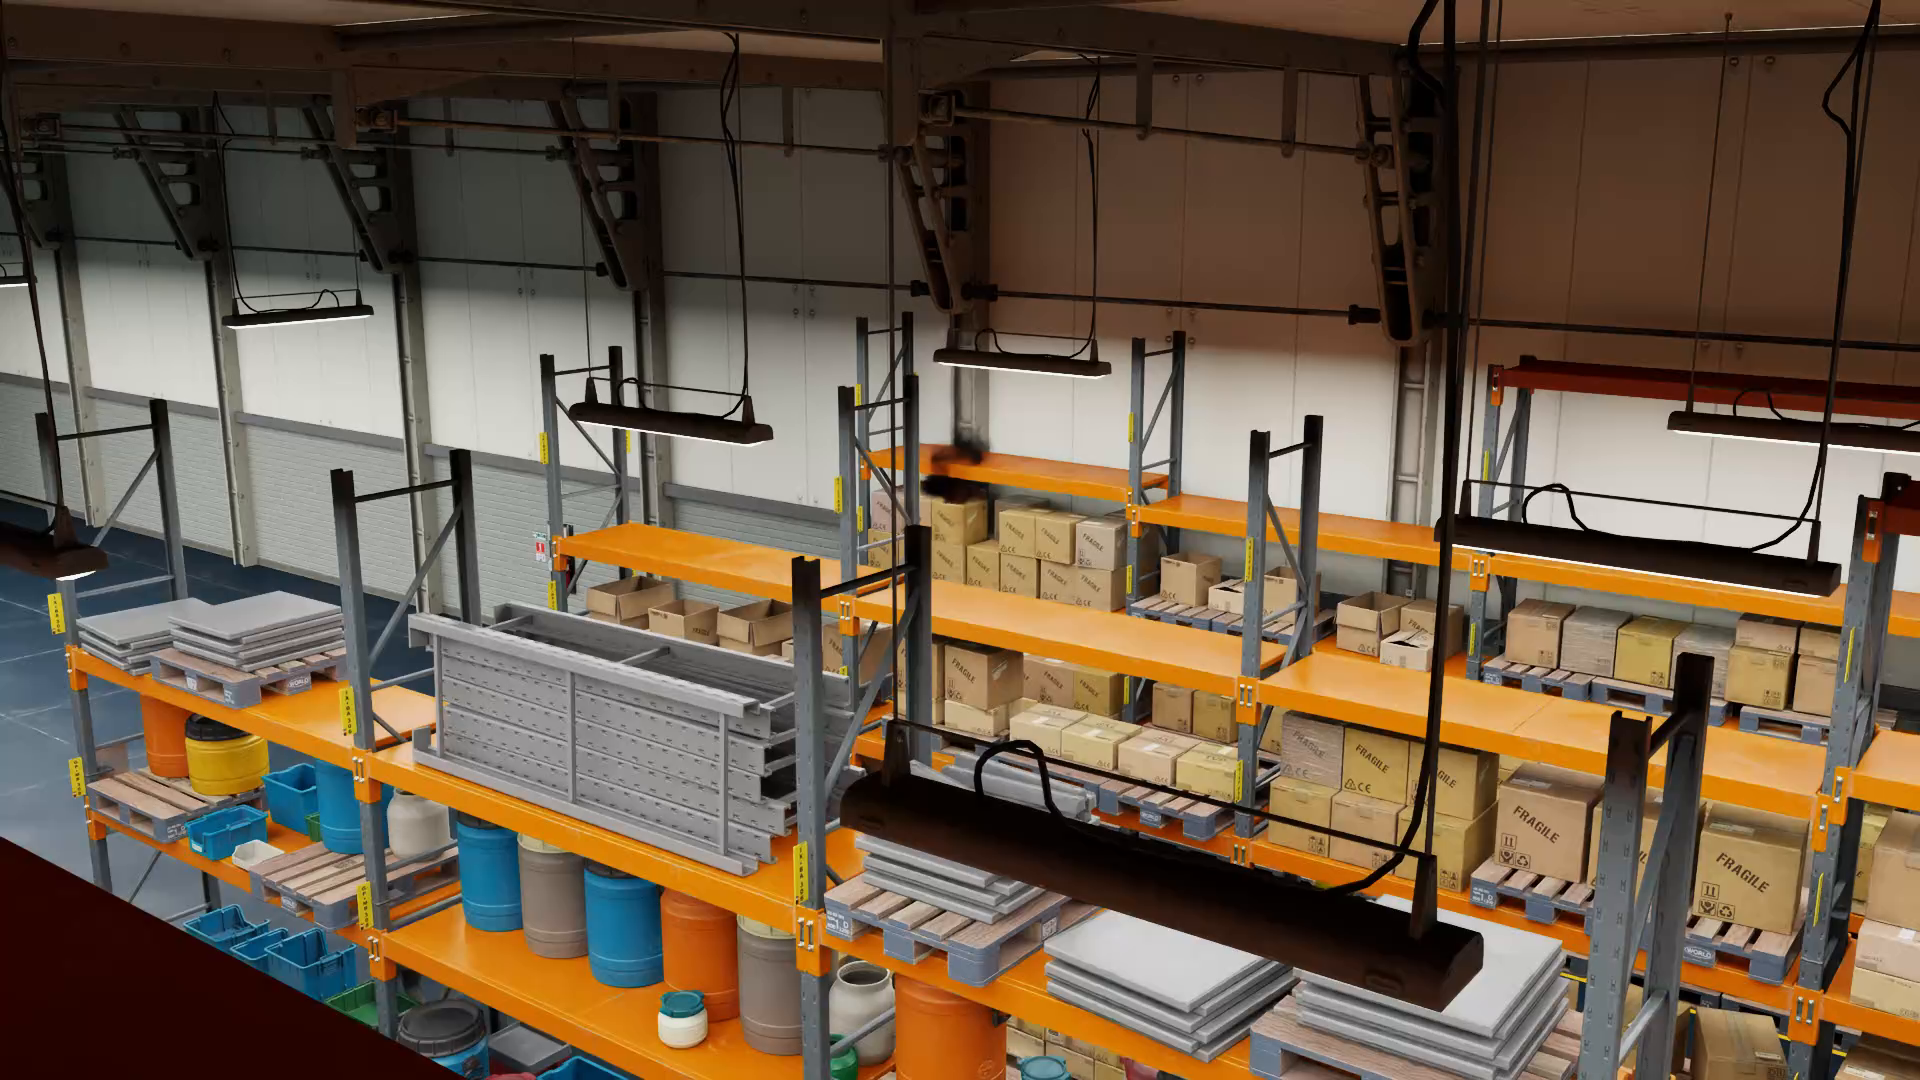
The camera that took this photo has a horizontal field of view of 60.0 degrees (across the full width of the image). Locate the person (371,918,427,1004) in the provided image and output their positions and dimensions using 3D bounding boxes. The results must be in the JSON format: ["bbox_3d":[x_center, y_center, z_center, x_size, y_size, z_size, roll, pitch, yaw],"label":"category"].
[{"bbox_3d":[-5.156,3.810,15.213,0.629,1.636,0.577,6,14,25],"label":"person"}]

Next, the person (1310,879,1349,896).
[{"bbox_3d":[3.591,3.580,15.953,0.906,1.820,0.710,8,15,31],"label":"person"}]
